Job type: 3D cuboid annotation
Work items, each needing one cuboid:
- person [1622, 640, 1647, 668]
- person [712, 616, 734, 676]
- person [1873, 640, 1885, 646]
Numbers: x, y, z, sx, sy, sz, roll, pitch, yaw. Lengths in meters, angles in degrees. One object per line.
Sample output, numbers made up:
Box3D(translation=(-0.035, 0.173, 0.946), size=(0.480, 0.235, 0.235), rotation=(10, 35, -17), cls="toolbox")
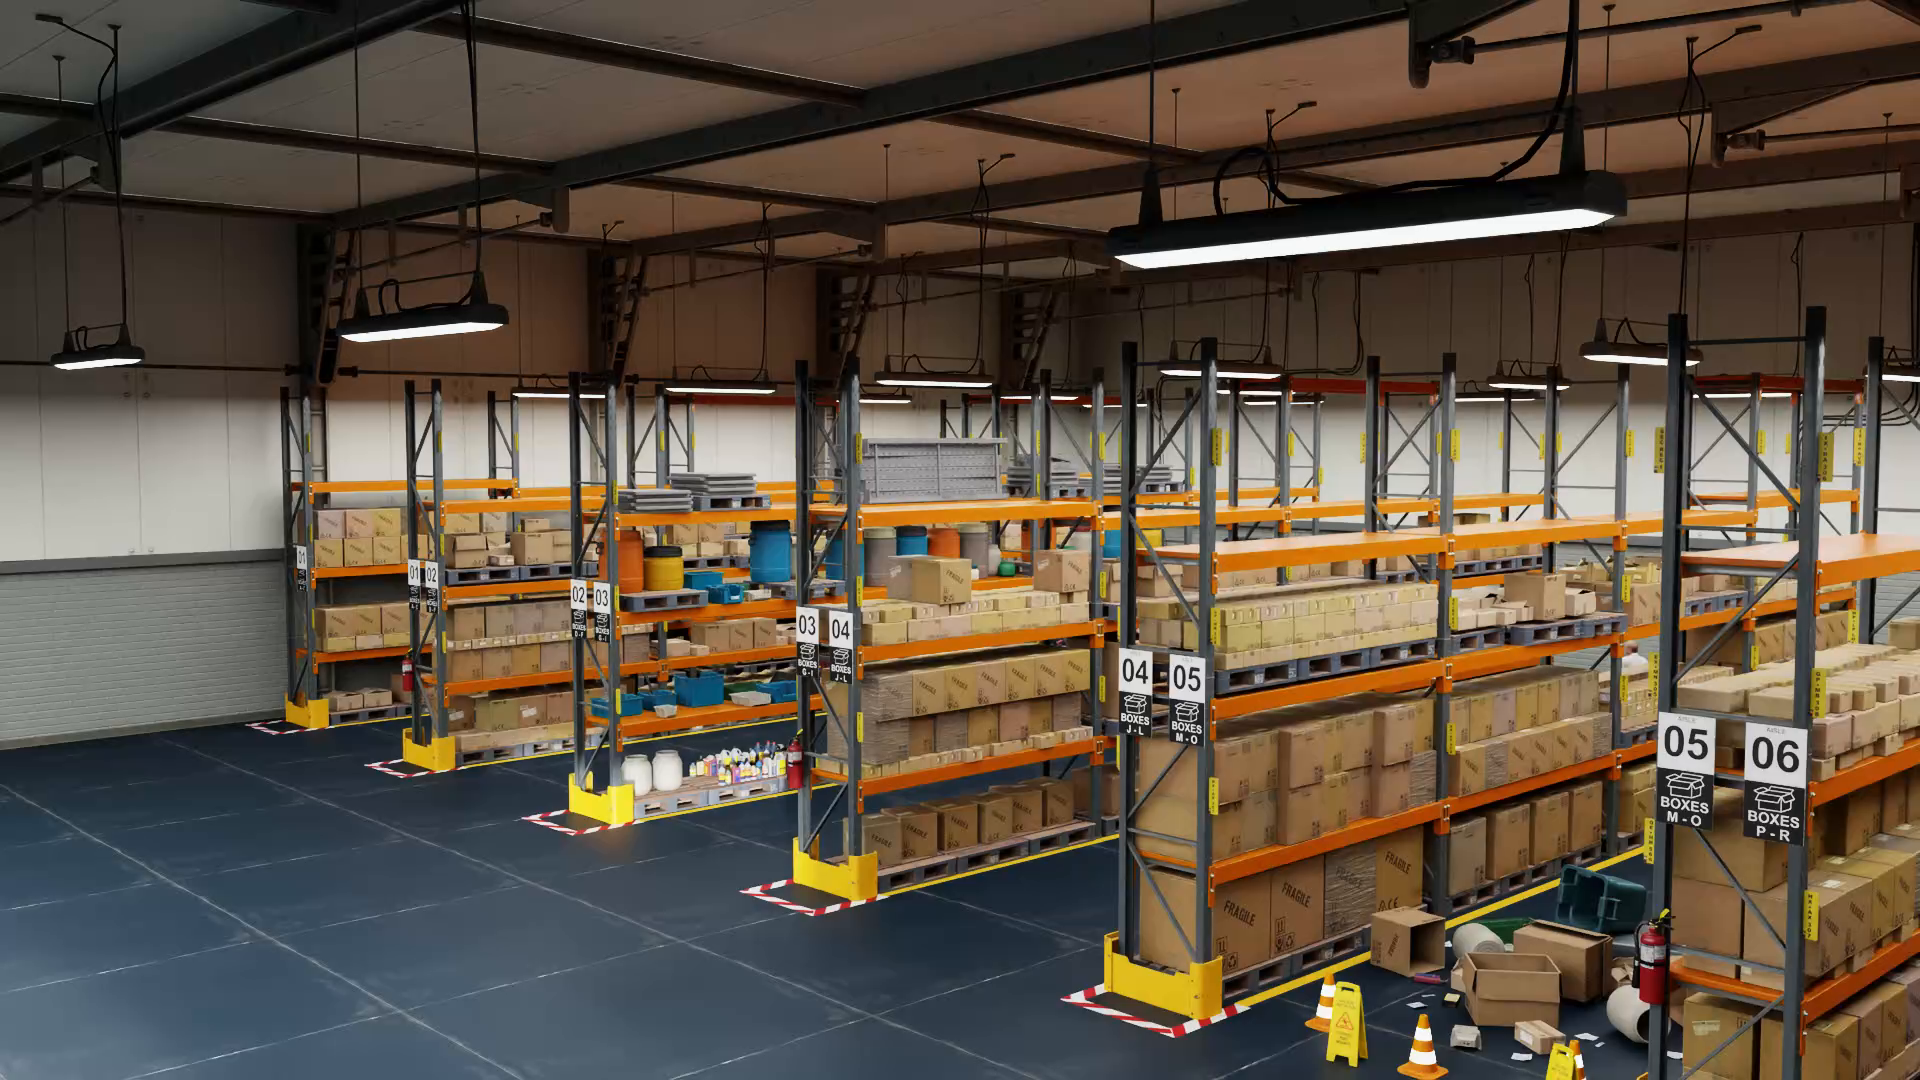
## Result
Box3D(translation=(10.930, 2.529, 27.202), size=(0.597, 1.793, 0.423), rotation=(-1, 4, -17), cls="person")
Box3D(translation=(-4.775, 2.246, 33.188), size=(0.553, 1.704, 0.333), rotation=(-3, 5, -39), cls="person")
Box3D(translation=(15.359, 2.522, 27.927), size=(1.054, 1.719, 0.519), rotation=(-1, 4, -14), cls="person")
